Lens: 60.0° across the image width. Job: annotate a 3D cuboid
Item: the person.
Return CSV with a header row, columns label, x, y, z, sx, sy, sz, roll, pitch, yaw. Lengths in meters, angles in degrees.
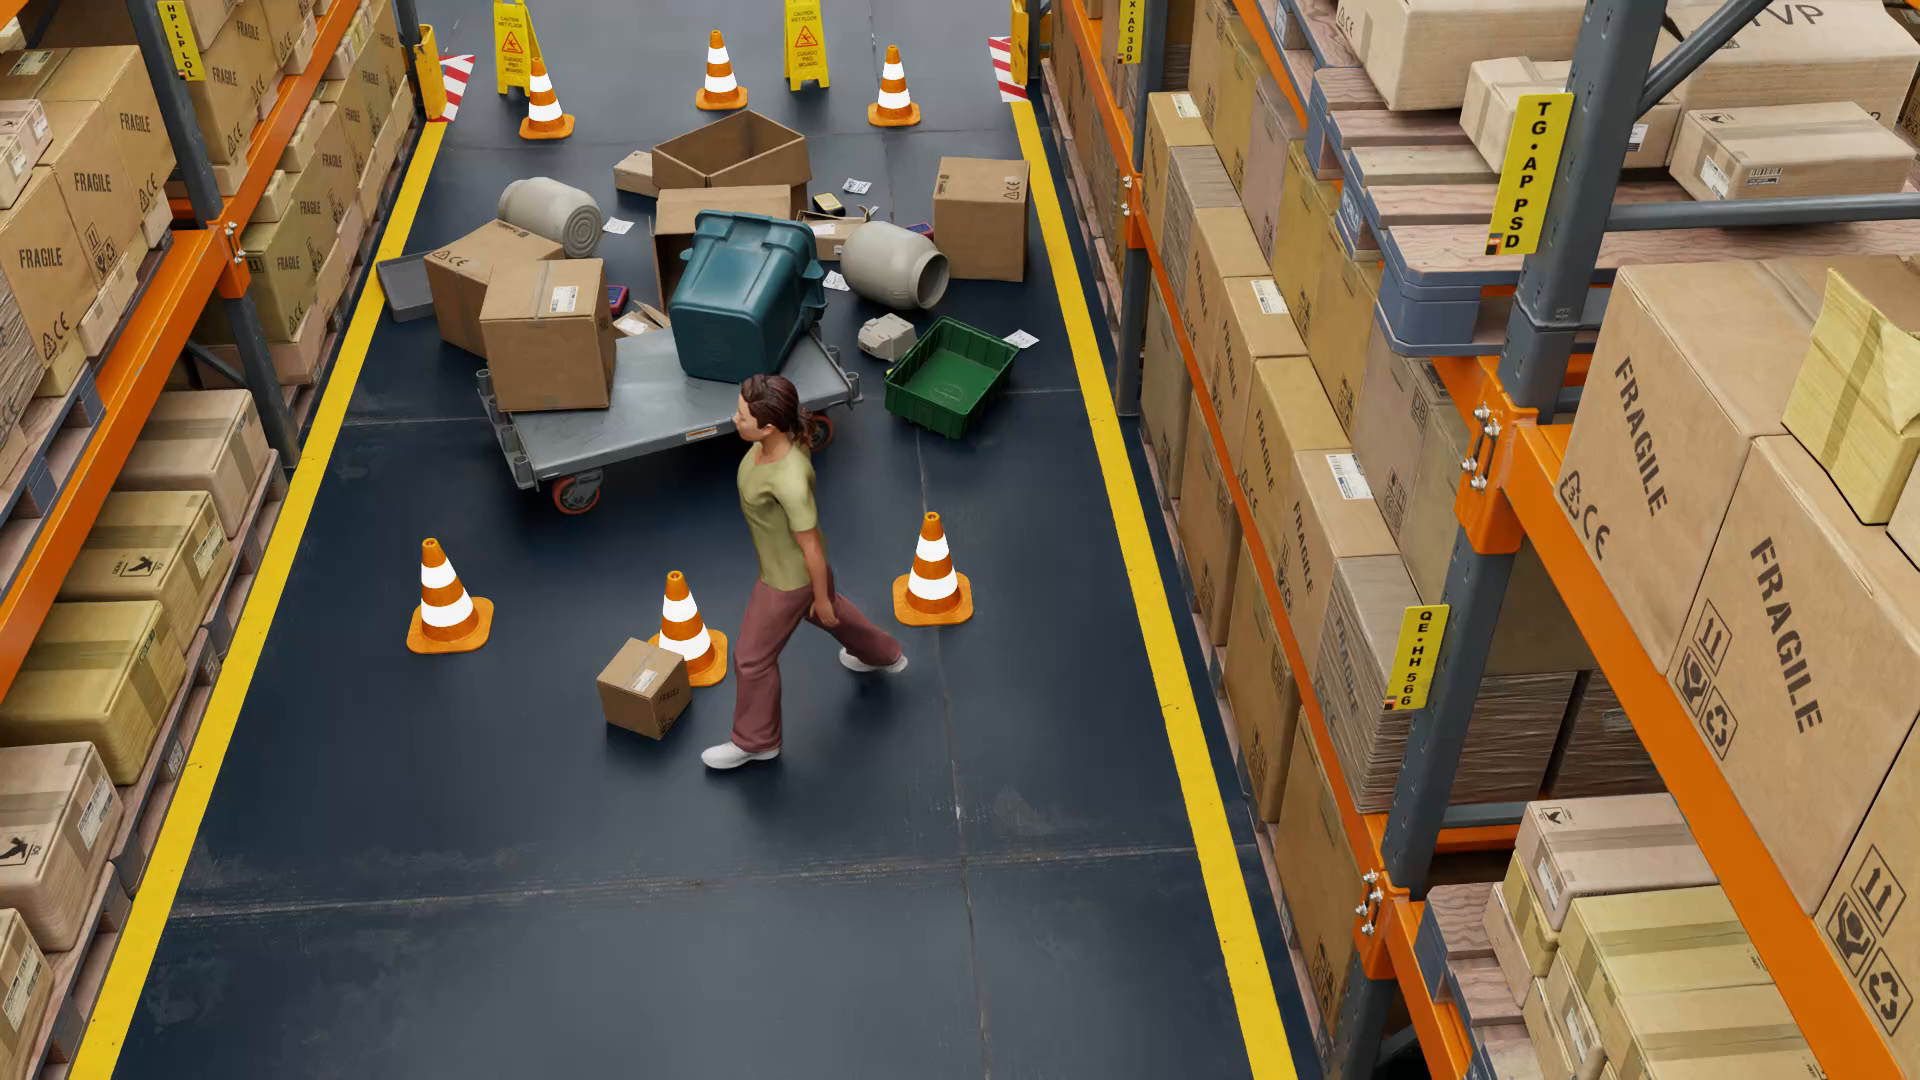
label,x,y,z,sx,sy,sz,roll,pitch,yaw
person,-0.608,0.058,6.100,0.850,1.637,0.573,-6,40,-8
